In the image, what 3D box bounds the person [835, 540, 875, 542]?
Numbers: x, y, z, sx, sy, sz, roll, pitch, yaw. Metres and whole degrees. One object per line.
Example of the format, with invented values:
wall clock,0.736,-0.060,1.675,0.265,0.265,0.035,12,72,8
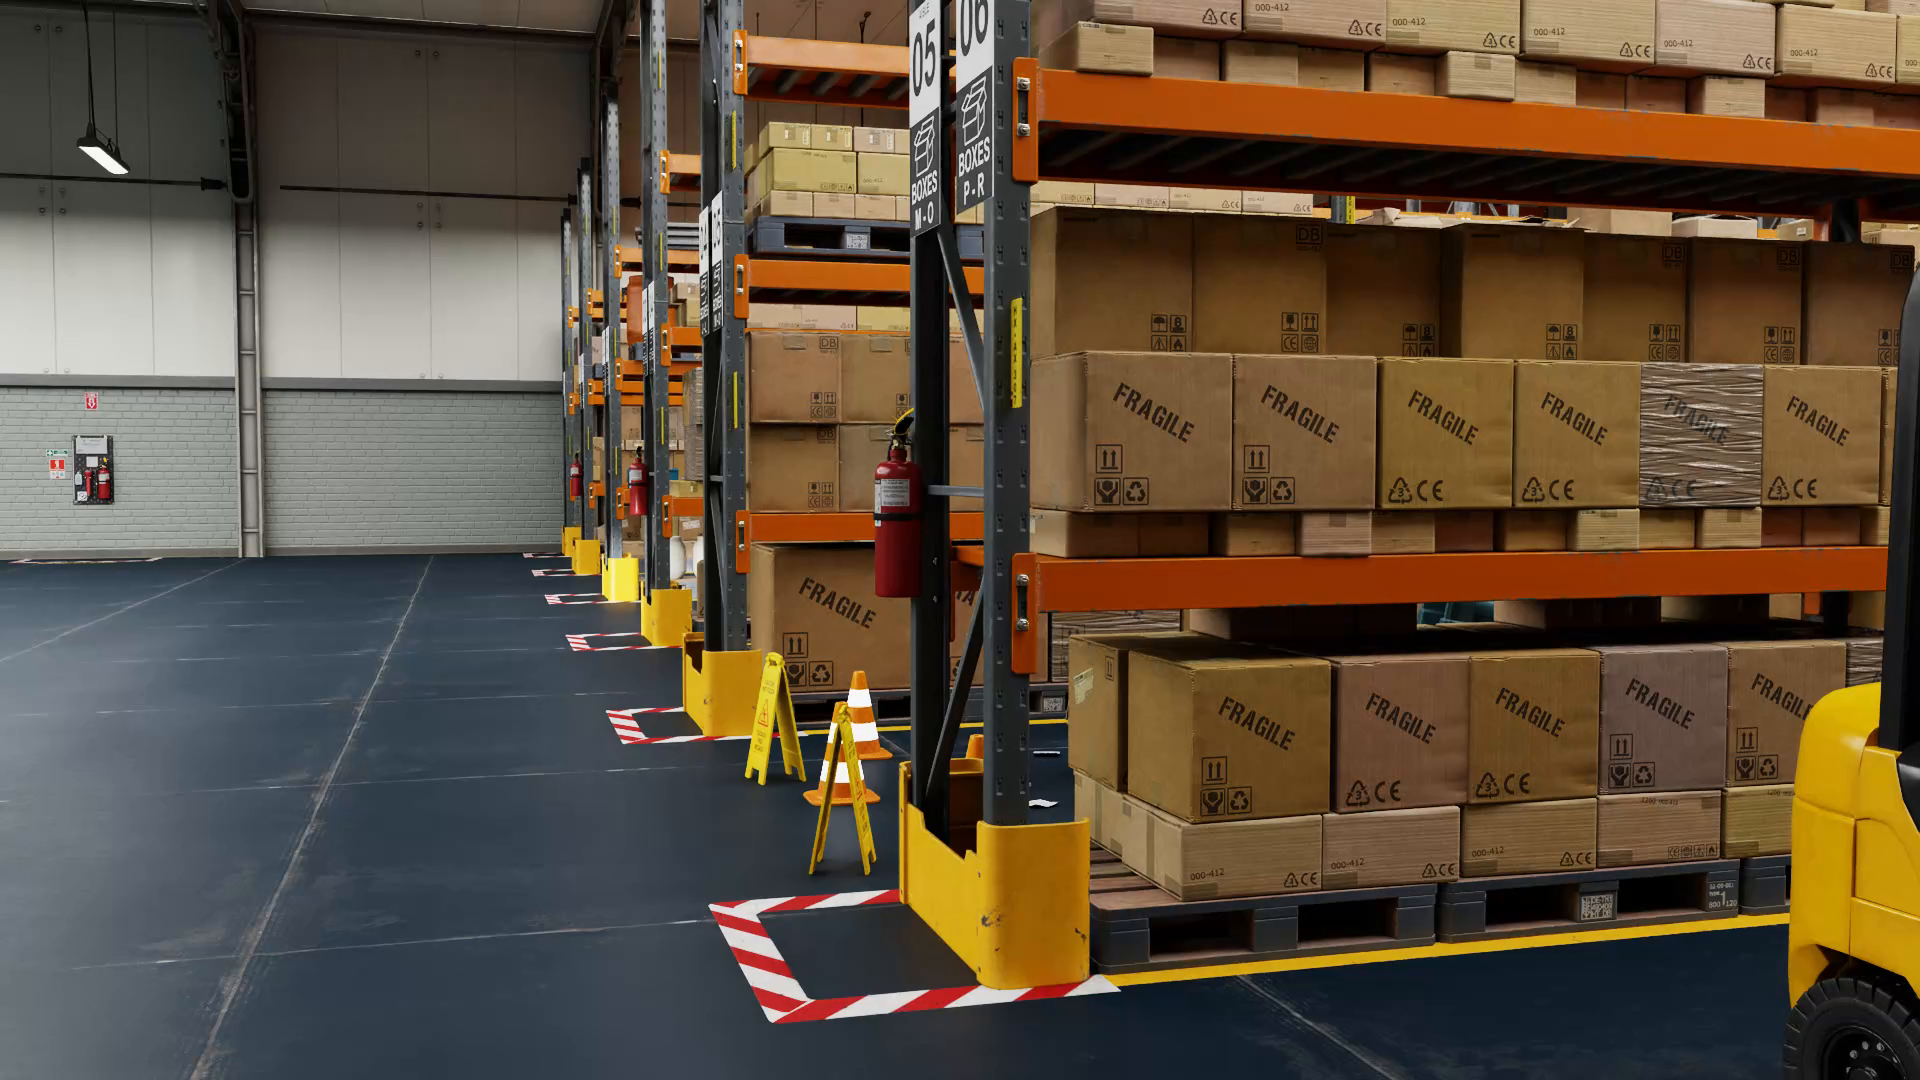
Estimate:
person,-1.009,0.290,17.809,0.901,1.011,0.550,-1,3,-17
